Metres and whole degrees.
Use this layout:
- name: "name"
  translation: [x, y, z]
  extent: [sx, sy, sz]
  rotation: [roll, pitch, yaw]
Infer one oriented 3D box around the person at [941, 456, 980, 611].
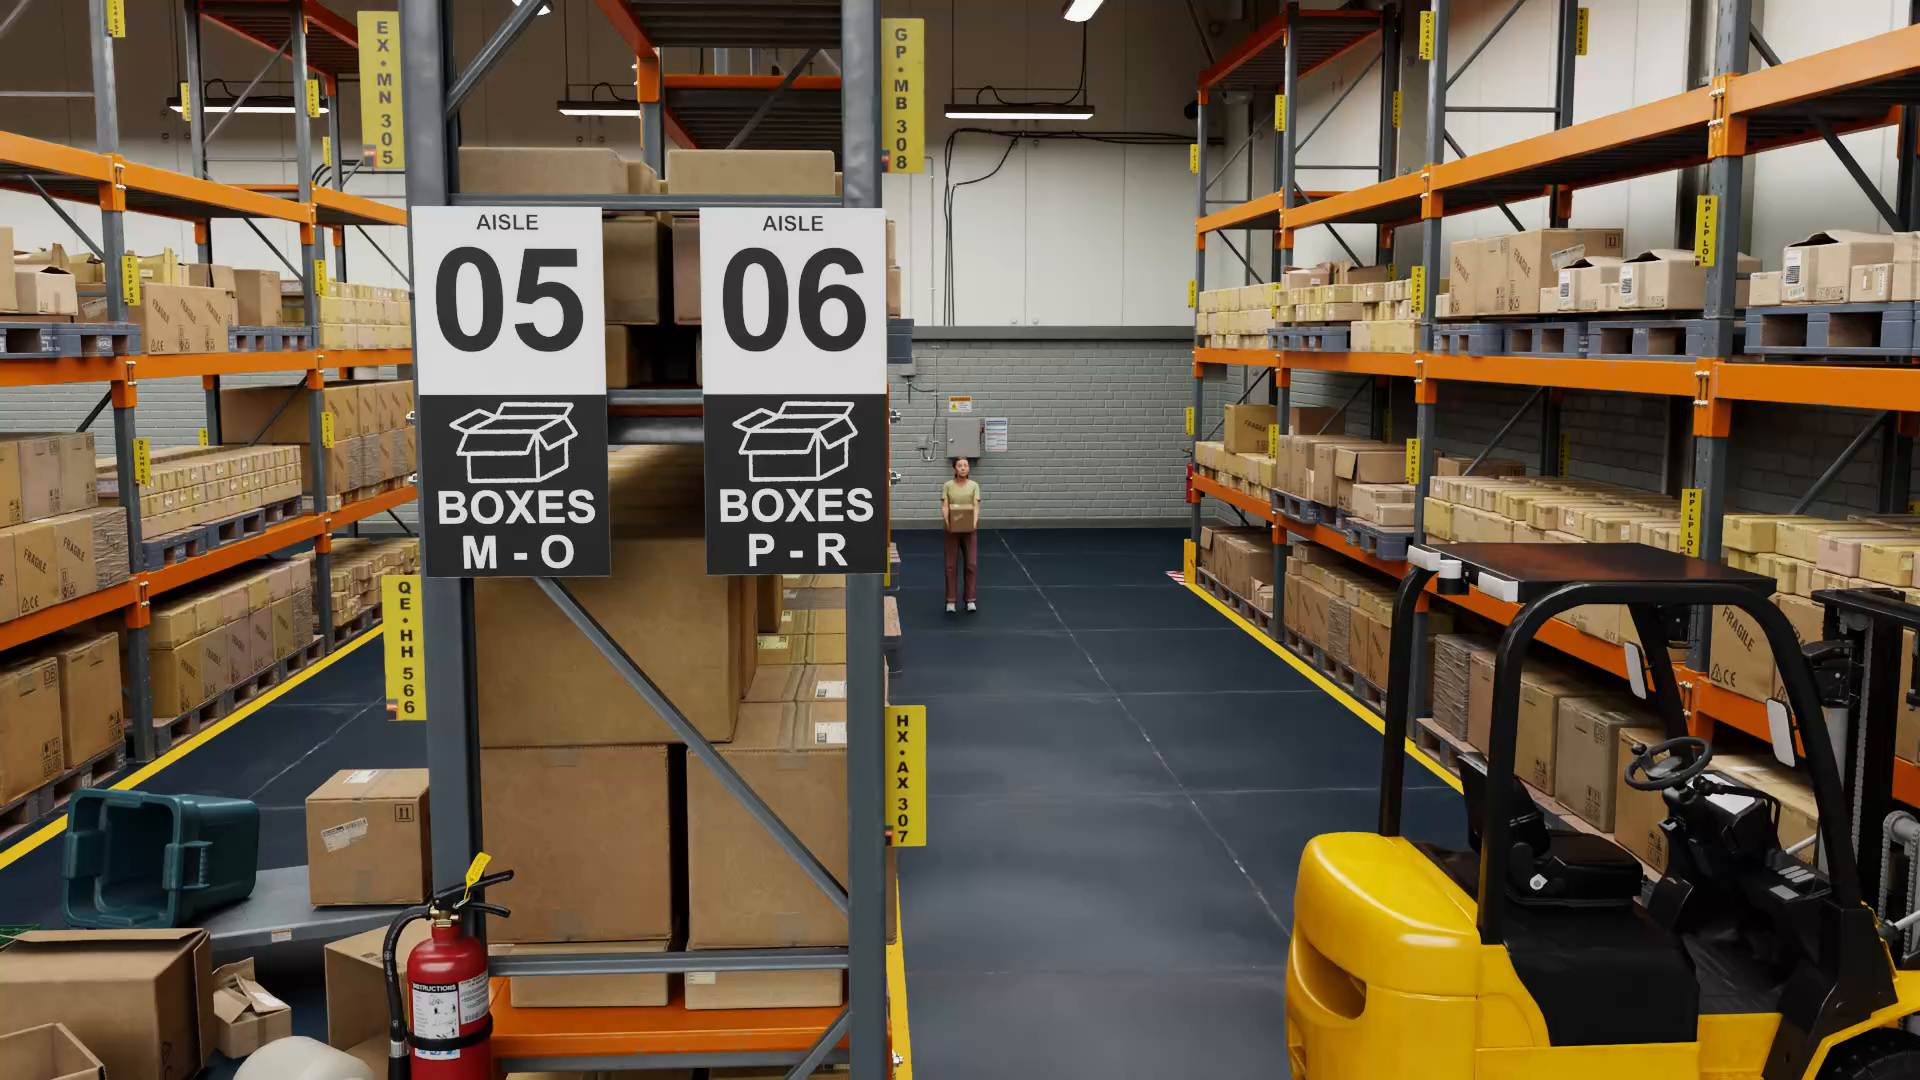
- name: "person"
  translation: [0.013, -0.044, 17.844]
  extent: [0.428, 1.619, 0.521]
  rotation: [0, 7, -4]
